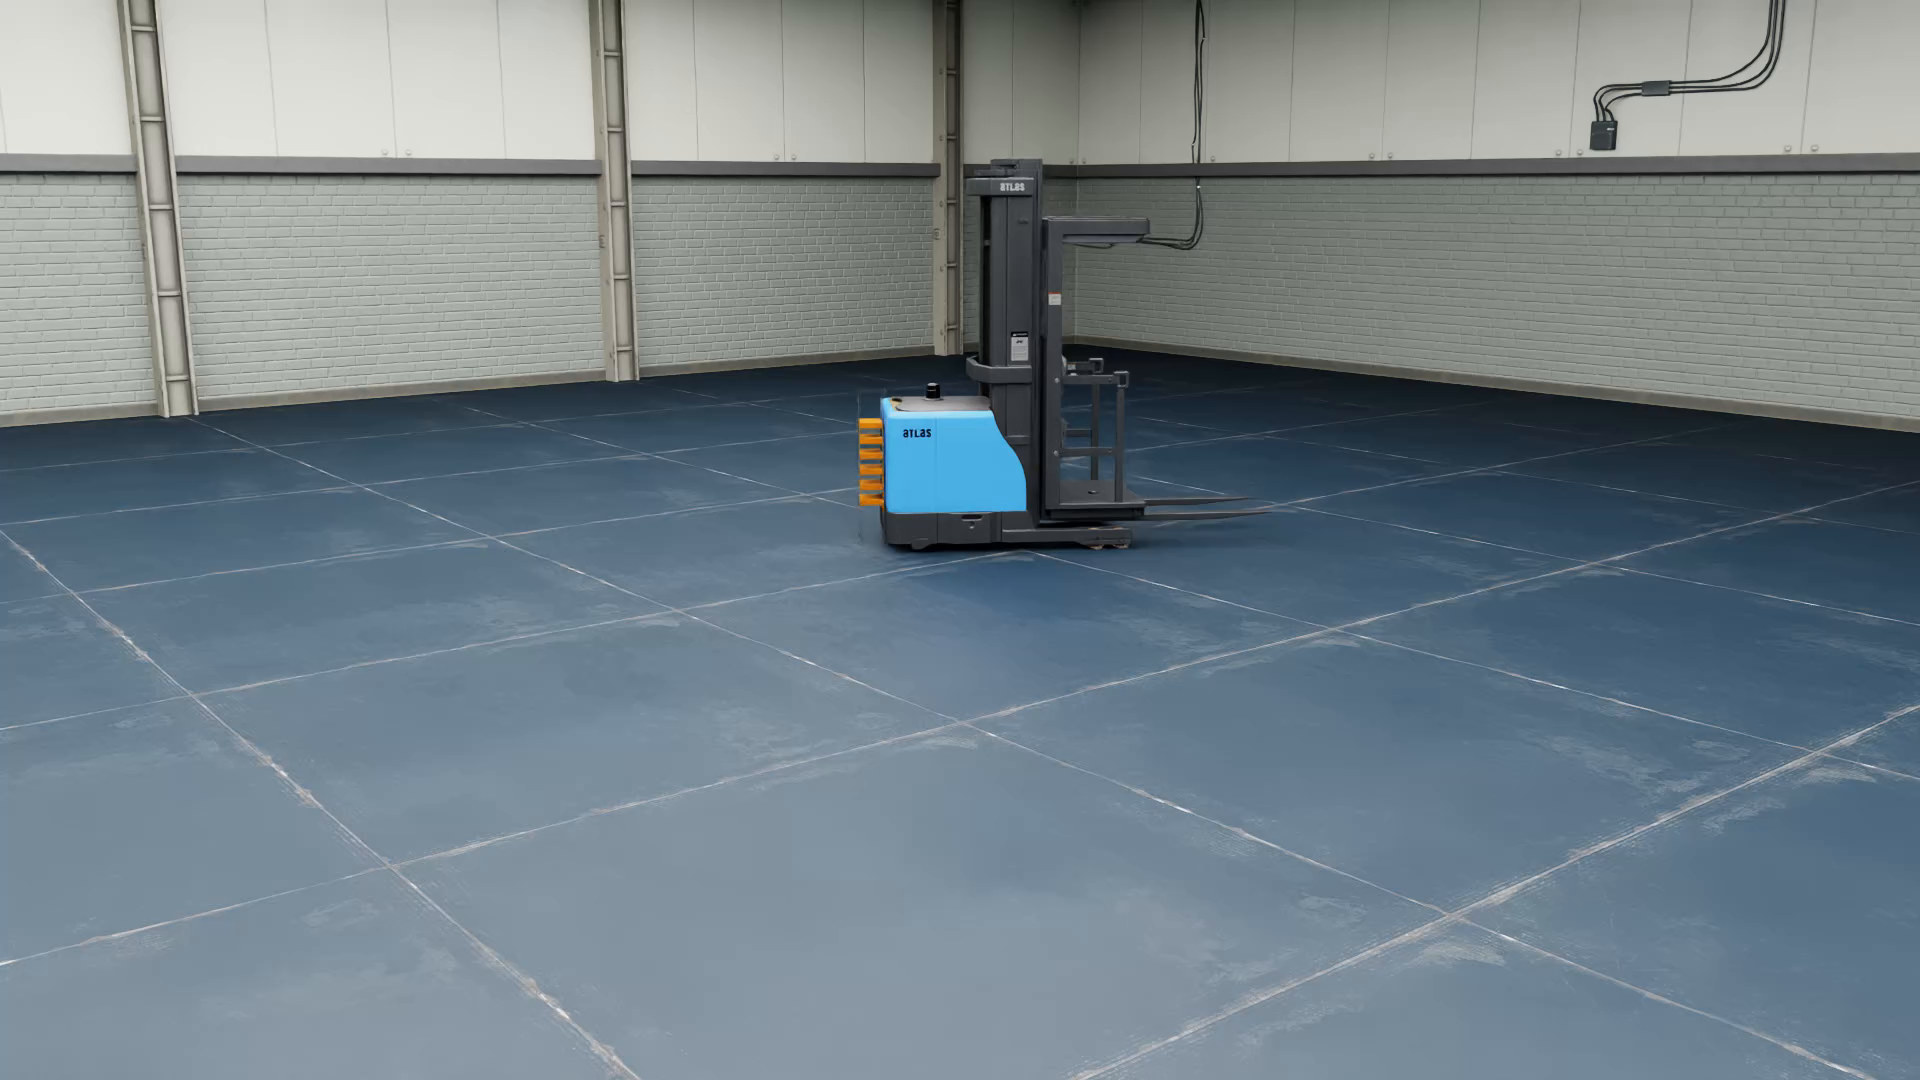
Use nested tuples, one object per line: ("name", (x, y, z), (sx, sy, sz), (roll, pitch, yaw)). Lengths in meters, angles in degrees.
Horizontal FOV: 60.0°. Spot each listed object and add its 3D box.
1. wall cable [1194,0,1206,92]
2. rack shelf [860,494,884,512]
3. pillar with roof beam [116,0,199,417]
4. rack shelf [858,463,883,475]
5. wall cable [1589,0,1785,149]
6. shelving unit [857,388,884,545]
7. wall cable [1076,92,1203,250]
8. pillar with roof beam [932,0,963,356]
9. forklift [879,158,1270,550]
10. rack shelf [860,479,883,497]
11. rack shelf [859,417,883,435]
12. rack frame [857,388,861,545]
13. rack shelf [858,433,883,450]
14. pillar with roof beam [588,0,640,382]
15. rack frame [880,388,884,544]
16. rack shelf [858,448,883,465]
("wall cable", (4.623, -8.174, 25.275), (0.112, 2.526, 3.097), (-9, 15, -38))
("rack shelf", (-0.695, -0.293, 12.990), (0.180, 0.103, 0.258), (-1, 12, -6))
("pillar with roof beam", (-6.874, -5.238, 16.132), (0.400, 9.000, 9.100), (-9, 15, -38))
("rack shelf", (-0.695, -0.528, 12.940), (0.180, 0.103, 0.258), (-1, 12, -6))
("wall cable", (8.852, -7.783, 19.929), (0.169, 6.003, 2.305), (-9, 15, -38))
("shelving unit", (-0.695, -0.571, 12.931), (0.189, 1.200, 0.258), (-1, 12, -6))
("wall cable", (2.933, -6.142, 27.866), (0.112, 2.526, 3.097), (-9, 15, -38))
("pillar with roof beam", (2.496, -6.795, 23.465), (0.400, 9.000, 9.100), (-9, 15, -38))
("forklift", (0.899, -1.470, 12.994), (3.031, 2.935, 1.130), (-1, 12, -6))
("rack shelf", (-0.695, -0.410, 12.965), (0.180, 0.103, 0.258), (-1, 12, -6))
("rack shelf", (-0.695, -0.880, 12.865), (0.180, 0.103, 0.258), (-1, 12, -6))
("rack frame", (-0.786, -0.569, 12.921), (0.006, 1.200, 0.240), (-1, 12, -6))
("rack shelf", (-0.695, -0.763, 12.890), (0.180, 0.103, 0.258), (-1, 12, -6))
("pillar with roof beam", (-2.189, -6.017, 19.799), (0.400, 9.000, 9.100), (-9, 15, -38))
("rack frame", (-0.605, -0.573, 12.941), (0.006, 1.200, 0.240), (-1, 12, -6))
("rack shelf", (-0.695, -0.645, 12.915), (0.180, 0.103, 0.258), (-1, 12, -6))
